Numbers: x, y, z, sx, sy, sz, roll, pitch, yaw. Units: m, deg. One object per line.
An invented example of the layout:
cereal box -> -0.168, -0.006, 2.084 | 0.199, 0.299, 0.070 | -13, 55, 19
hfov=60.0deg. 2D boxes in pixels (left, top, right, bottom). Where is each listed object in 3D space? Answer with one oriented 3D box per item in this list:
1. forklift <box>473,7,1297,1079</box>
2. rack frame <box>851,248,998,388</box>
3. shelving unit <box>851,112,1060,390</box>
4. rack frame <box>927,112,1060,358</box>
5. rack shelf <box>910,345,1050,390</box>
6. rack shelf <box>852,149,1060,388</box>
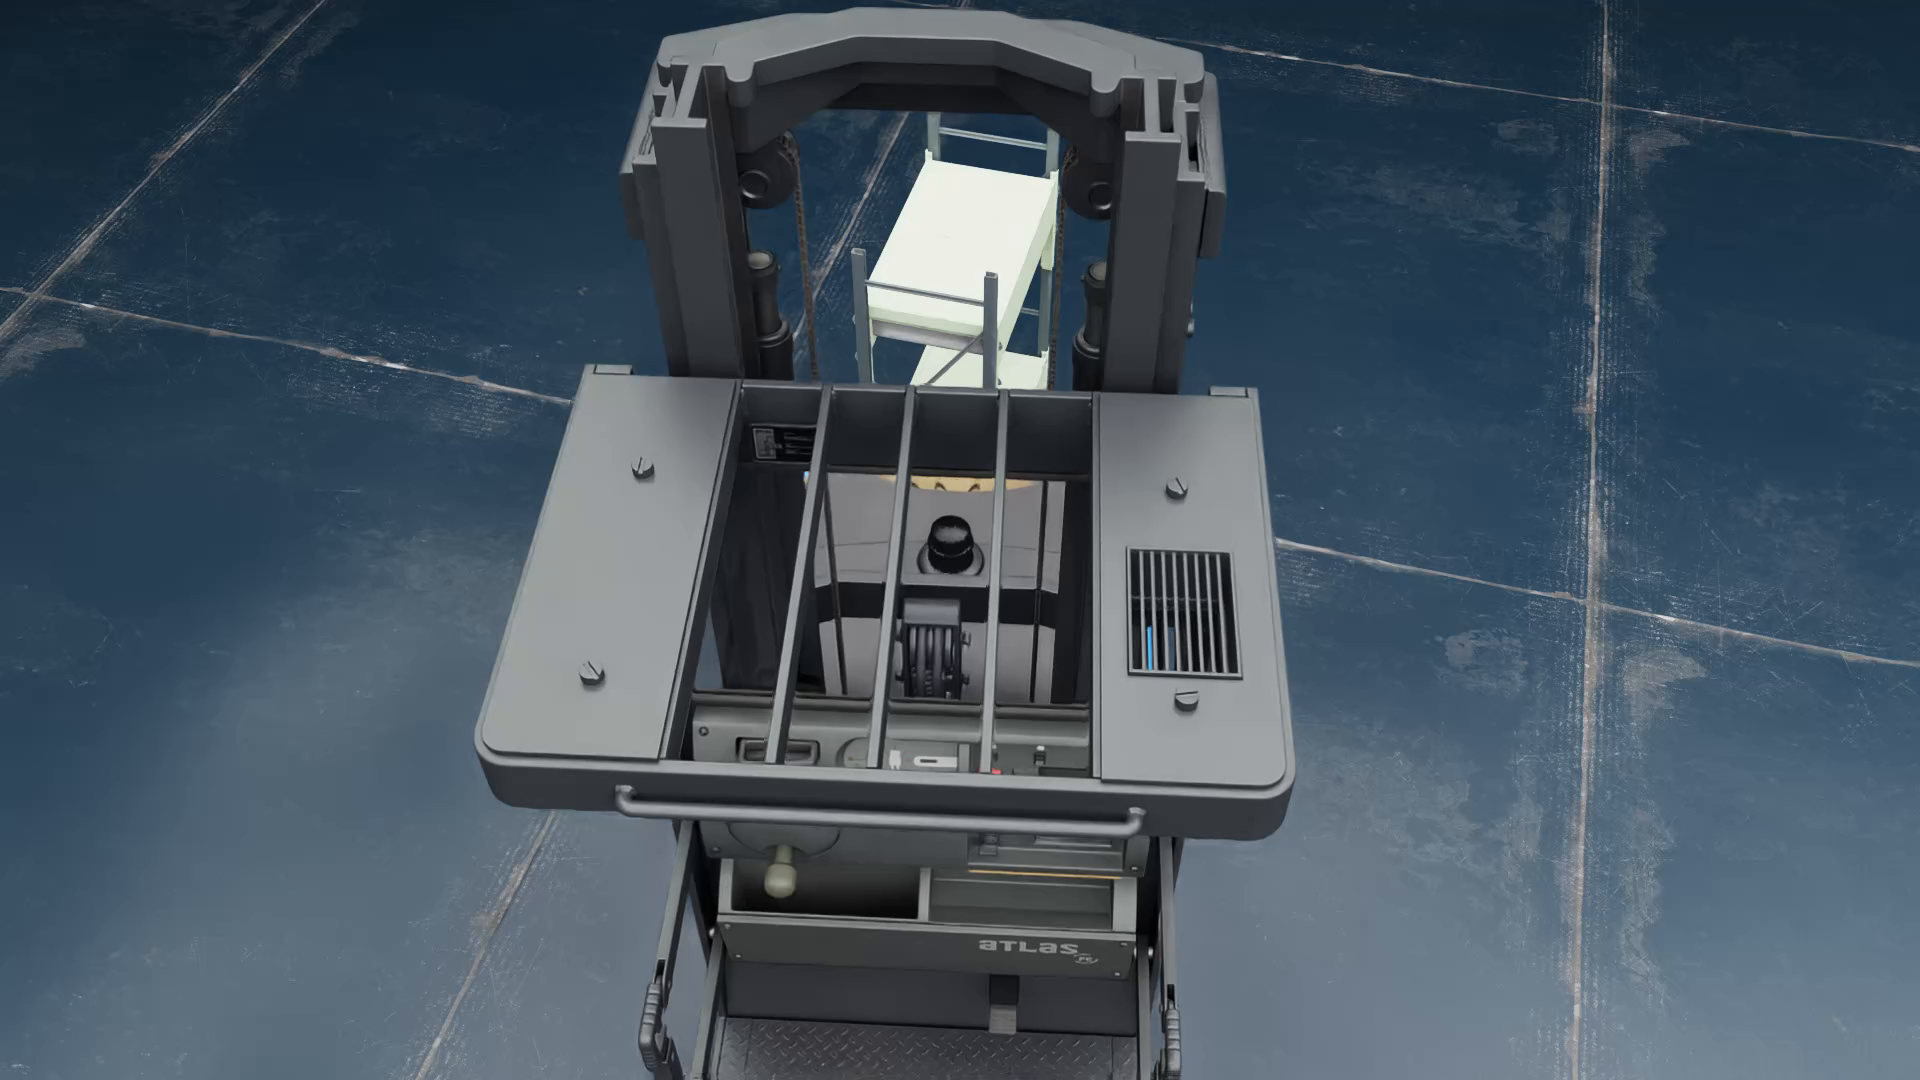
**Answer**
forklift -> -0.081, 0.645, 3.226 | 1.130, 2.935, 3.031 | 2, 49, 2
rack frame -> -0.095, -0.236, 4.958 | 0.400, 1.500, 0.023 | 12, 50, 10
shelving unit -> 0.002, -0.501, 5.192 | 0.431, 1.500, 0.755 | 12, 50, 10
rack frame -> 0.098, -0.766, 5.426 | 0.400, 1.500, 0.023 | 12, 50, 10
rack shelf -> 0.002, -0.285, 5.436 | 0.431, 0.370, 0.720 | 12, 50, 10
rack shelf -> 0.002, -0.759, 4.899 | 0.431, 0.370, 0.720 | 12, 50, 10
